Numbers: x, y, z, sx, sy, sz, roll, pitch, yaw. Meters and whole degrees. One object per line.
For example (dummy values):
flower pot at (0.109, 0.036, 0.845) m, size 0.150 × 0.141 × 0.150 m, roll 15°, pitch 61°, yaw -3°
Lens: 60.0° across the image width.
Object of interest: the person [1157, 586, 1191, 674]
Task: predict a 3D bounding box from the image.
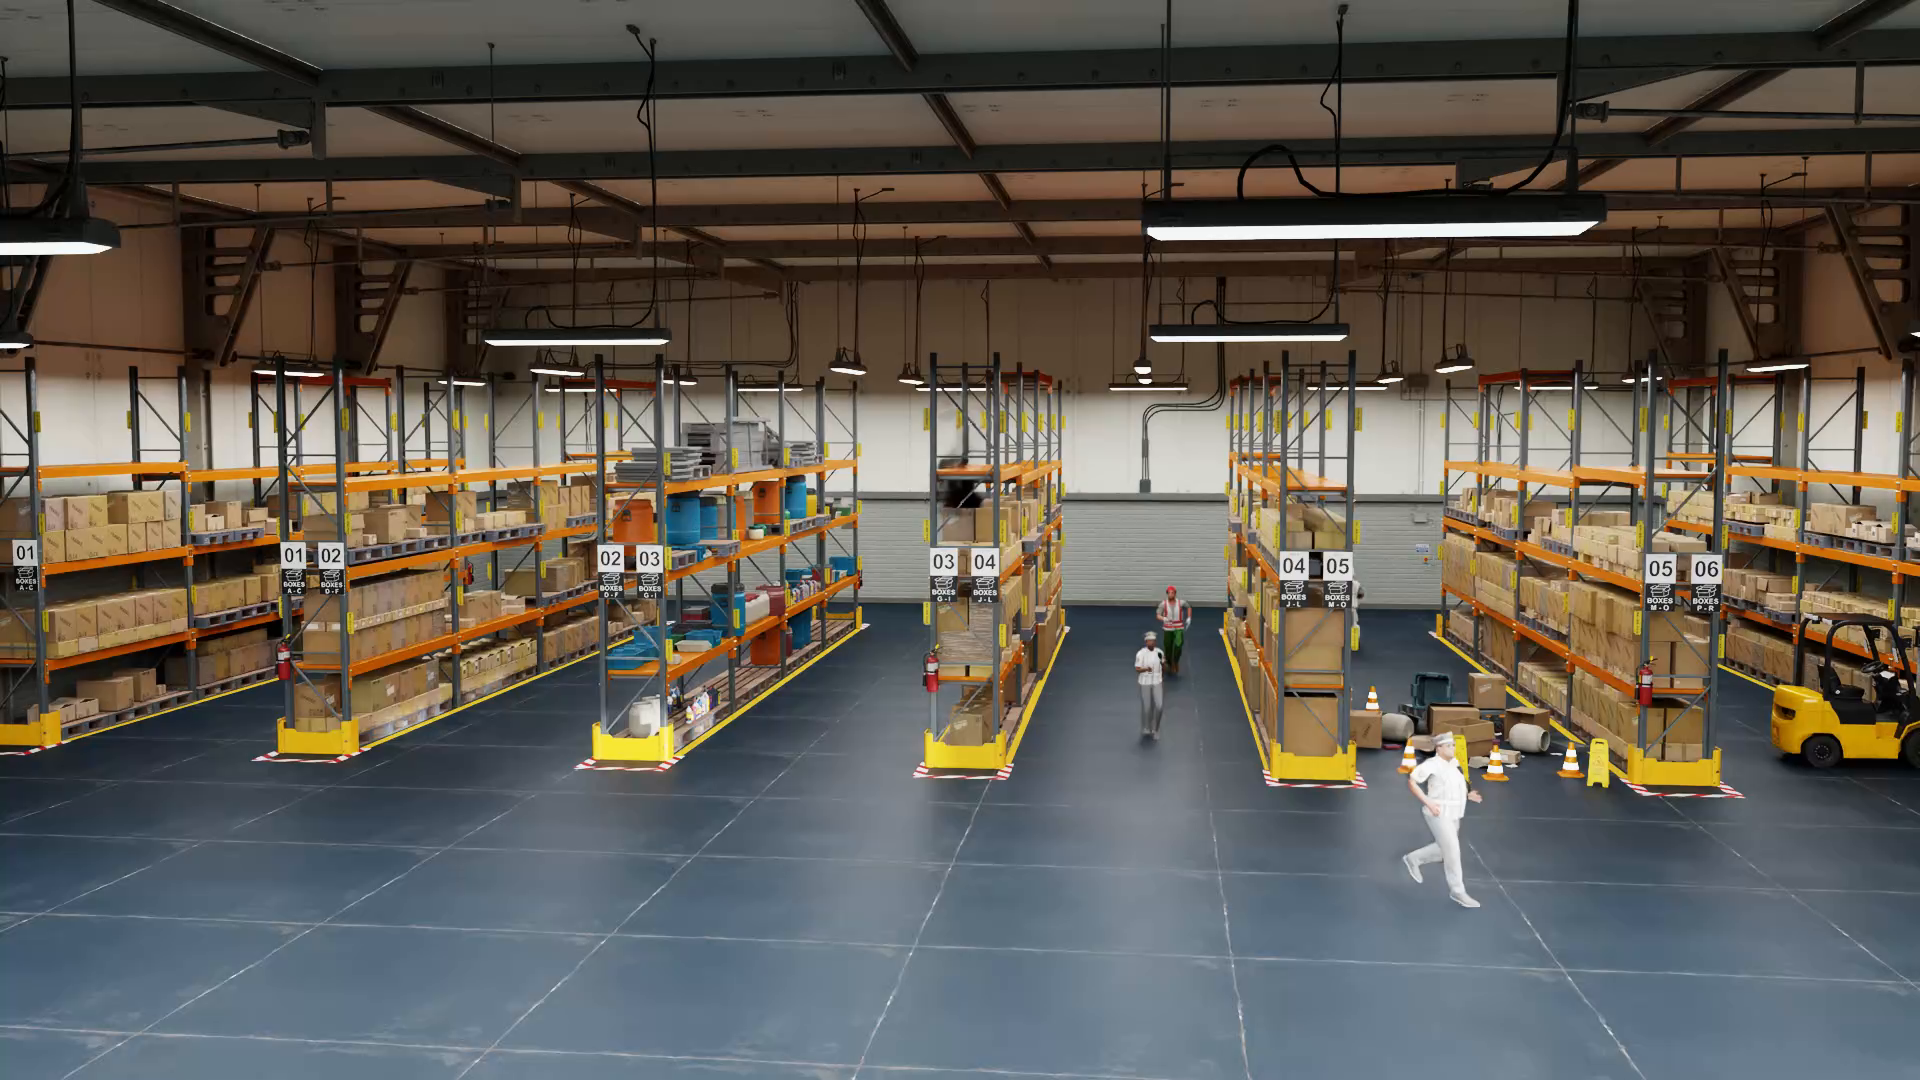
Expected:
person at (4.226, 1.776, 32.873) m, size 0.675 × 1.748 × 0.852 m, roll 1°, pitch 4°, yaw 9°

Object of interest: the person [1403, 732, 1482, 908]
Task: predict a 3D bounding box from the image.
person at (5.054, 2.891, 17.469) m, size 0.664 × 1.786 × 0.951 m, roll -4°, pitch 6°, yaw -44°

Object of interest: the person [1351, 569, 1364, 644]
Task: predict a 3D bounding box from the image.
person at (8.638, 1.509, 36.911) m, size 0.669 × 1.764 × 0.908 m, roll 0°, pitch 4°, yaw -4°

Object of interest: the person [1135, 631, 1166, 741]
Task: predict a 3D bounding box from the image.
person at (3.028, 2.308, 26.247) m, size 0.553 × 1.742 × 0.665 m, roll 0°, pitch 4°, yaw -4°
